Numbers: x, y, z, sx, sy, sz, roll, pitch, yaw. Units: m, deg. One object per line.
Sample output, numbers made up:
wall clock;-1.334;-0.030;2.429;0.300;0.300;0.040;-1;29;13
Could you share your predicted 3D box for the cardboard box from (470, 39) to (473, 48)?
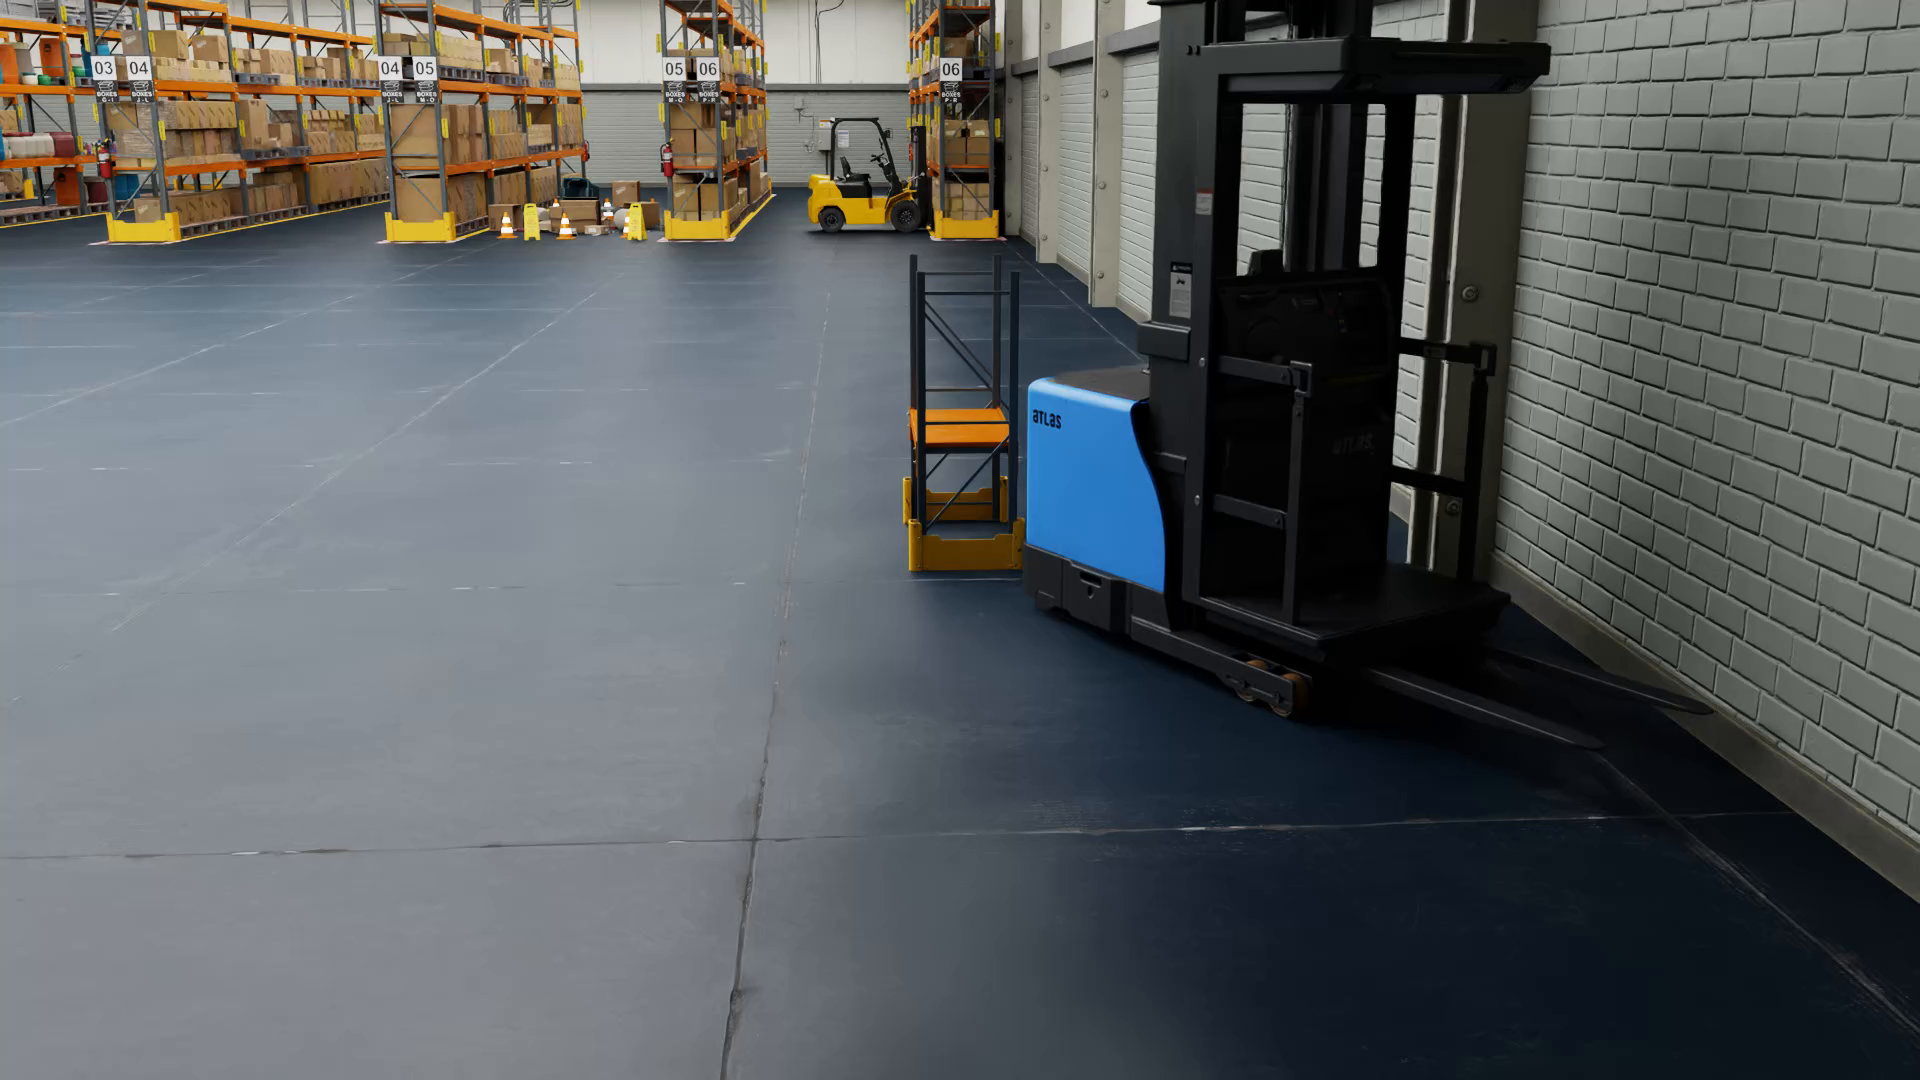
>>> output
cardboard box;-9.623;-9.586;32.105;0.380;0.149;0.250;-1;14;-2

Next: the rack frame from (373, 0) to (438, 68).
rack frame;-9.761;-9.801;29.061;1.000;3.000;0.127;-1;14;-3

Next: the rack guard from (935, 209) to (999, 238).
rack guard;0.128;-5.858;30.793;1.175;0.500;0.348;-1;14;-3

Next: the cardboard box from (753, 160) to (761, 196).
cardboard box;-5.452;-9.003;41.420;0.875;0.875;0.875;0;14;-2

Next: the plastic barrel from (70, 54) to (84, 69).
plastic barrel;-20.417;-10.918;38.305;0.433;0.535;0.433;0;14;0

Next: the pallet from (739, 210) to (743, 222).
pallet;-5.125;-6.835;35.169;1.003;0.211;1.213;-1;14;-3

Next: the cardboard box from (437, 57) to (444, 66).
cardboard box;-9.462;-8.569;29.752;0.380;0.149;0.250;-1;14;-3

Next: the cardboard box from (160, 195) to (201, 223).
cardboard box;-14.831;-6.297;31.654;0.500;0.500;0.500;0;14;2

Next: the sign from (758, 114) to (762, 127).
sign;-5.029;-10.515;41.710;0.100;0.325;0.005;-1;14;-3

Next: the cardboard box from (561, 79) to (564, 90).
cardboard box;-10.310;-11.504;41.999;0.500;0.250;0.500;-1;14;-4

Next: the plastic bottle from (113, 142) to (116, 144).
plastic bottle;-19.981;-9.292;39.369;0.152;0.276;0.135;-1;14;-3

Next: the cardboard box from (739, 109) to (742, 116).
cardboard box;-4.940;-9.295;36.189;0.380;0.149;0.250;-2;15;-6

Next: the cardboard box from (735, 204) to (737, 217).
cardboard box;-4.727;-6.589;33.290;0.500;0.250;0.500;-1;14;-5

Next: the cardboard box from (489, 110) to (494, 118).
cardboard box;-10.080;-8.675;34.514;0.700;0.500;0.500;-1;14;-4

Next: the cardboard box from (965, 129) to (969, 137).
cardboard box;0.286;-7.586;30.989;0.380;0.149;0.250;-1;14;-3

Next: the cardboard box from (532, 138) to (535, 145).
cardboard box;-10.135;-9.283;38.745;0.380;0.149;0.250;0;14;-1

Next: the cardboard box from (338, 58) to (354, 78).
cardboard box;-15.570;-11.775;41.509;0.700;0.500;0.500;-2;15;-7

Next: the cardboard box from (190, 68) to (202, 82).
cardboard box;-14.592;-8.729;31.214;0.500;0.250;0.500;0;14;-2

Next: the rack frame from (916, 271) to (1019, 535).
rack frame;0.037;-0.579;8.266;0.500;1.500;0.032;-1;14;-3

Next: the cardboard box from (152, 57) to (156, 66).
cardboard box;-14.504;-8.490;29.484;0.380;0.149;0.250;-1;14;-4

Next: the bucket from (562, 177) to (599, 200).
bucket;-7.700;-7.043;33.900;0.726;0.611;0.620;4;5;16

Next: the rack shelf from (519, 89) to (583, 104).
rack shelf;-10.629;-11.482;43.056;1.077;0.370;4.000;-1;14;-3

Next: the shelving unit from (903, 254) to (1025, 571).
shelving unit;0.005;-0.707;8.766;0.587;1.500;1.083;-1;14;-3

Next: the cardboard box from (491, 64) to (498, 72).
cardboard box;-9.836;-9.826;34.638;0.380;0.149;0.250;-1;14;-3

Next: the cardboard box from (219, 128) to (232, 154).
cardboard box;-15.000;-7.919;32.986;0.875;0.500;0.500;-1;14;-3

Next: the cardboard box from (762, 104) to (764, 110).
cardboard box;-5.456;-11.612;44.627;0.380;0.149;0.250;-1;14;-4

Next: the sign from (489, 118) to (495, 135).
sign;-9.455;-8.357;33.592;0.100;0.325;0.005;-1;14;-3

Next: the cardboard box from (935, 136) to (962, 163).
cardboard box;-0.221;-7.498;31.949;0.500;0.500;0.500;-1;14;-4

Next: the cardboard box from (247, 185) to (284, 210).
cardboard box;-15.063;-7.392;35.868;0.700;0.500;0.500;0;14;1

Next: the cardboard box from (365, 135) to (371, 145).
cardboard box;-15.255;-10.145;42.140;0.500;0.250;0.500;-1;14;-4

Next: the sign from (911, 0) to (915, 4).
sign;-1.159;-13.452;41.215;0.100;0.325;0.005;-1;14;-3

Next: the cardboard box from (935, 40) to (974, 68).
cardboard box;-0.107;-9.191;31.463;0.700;0.500;0.500;-1;14;-3

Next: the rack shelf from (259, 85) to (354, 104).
rack shelf;-15.338;-10.436;38.990;1.077;0.370;4.000;-1;14;-3

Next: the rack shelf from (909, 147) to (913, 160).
rack shelf;-0.740;-10.208;44.126;1.077;0.370;4.000;-1;14;-3

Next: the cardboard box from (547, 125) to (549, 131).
cardboard box;-10.268;-10.086;40.676;0.380;0.149;0.250;-1;14;-5

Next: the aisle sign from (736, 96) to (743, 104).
aisle sign;-6.112;-12.249;45.397;0.394;0.787;0.004;-1;14;-3

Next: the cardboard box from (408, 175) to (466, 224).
cardboard box;-9.926;-6.457;31.522;0.875;0.875;0.875;-1;14;-4

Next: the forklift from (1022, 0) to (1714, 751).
forklift;1.525;-0.875;6.546;1.130;2.935;3.031;-9;17;-32

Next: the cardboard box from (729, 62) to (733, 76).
cardboard box;-4.747;-9.285;32.778;0.500;0.250;0.500;-1;14;-4

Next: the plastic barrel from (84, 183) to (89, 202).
plastic barrel;-20.329;-8.017;38.314;0.421;0.512;0.421;0;14;0

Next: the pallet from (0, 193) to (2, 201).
pallet;-25.469;-8.801;42.810;1.003;0.211;1.213;-1;14;-3

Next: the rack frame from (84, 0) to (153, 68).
rack frame;-14.718;-9.750;28.861;1.000;3.000;0.127;-1;14;-3

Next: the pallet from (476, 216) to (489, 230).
pallet;-10.040;-6.350;33.282;1.003;0.211;1.213;-1;14;-3

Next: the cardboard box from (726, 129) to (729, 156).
cardboard box;-4.615;-7.441;31.128;0.500;0.500;0.500;0;14;-2

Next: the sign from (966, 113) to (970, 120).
sign;0.185;-9.635;38.129;0.100;0.325;0.005;-1;14;-3

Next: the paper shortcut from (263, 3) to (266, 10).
paper shortcut;-15.820;-12.127;37.821;0.009;0.170;0.078;9;-17;-6

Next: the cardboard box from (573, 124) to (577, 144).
cardboard box;-10.400;-10.706;43.818;0.500;0.500;0.500;-1;14;-3

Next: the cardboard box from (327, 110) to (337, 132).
cardboard box;-15.383;-10.034;39.789;0.797;0.503;0.637;-1;14;-3

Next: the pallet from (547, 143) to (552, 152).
pallet;-10.603;-9.595;40.684;1.003;0.211;1.213;-1;14;-3

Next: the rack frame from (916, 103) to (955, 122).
rack frame;-0.617;-10.059;42.103;1.000;3.000;0.127;-1;14;-3
